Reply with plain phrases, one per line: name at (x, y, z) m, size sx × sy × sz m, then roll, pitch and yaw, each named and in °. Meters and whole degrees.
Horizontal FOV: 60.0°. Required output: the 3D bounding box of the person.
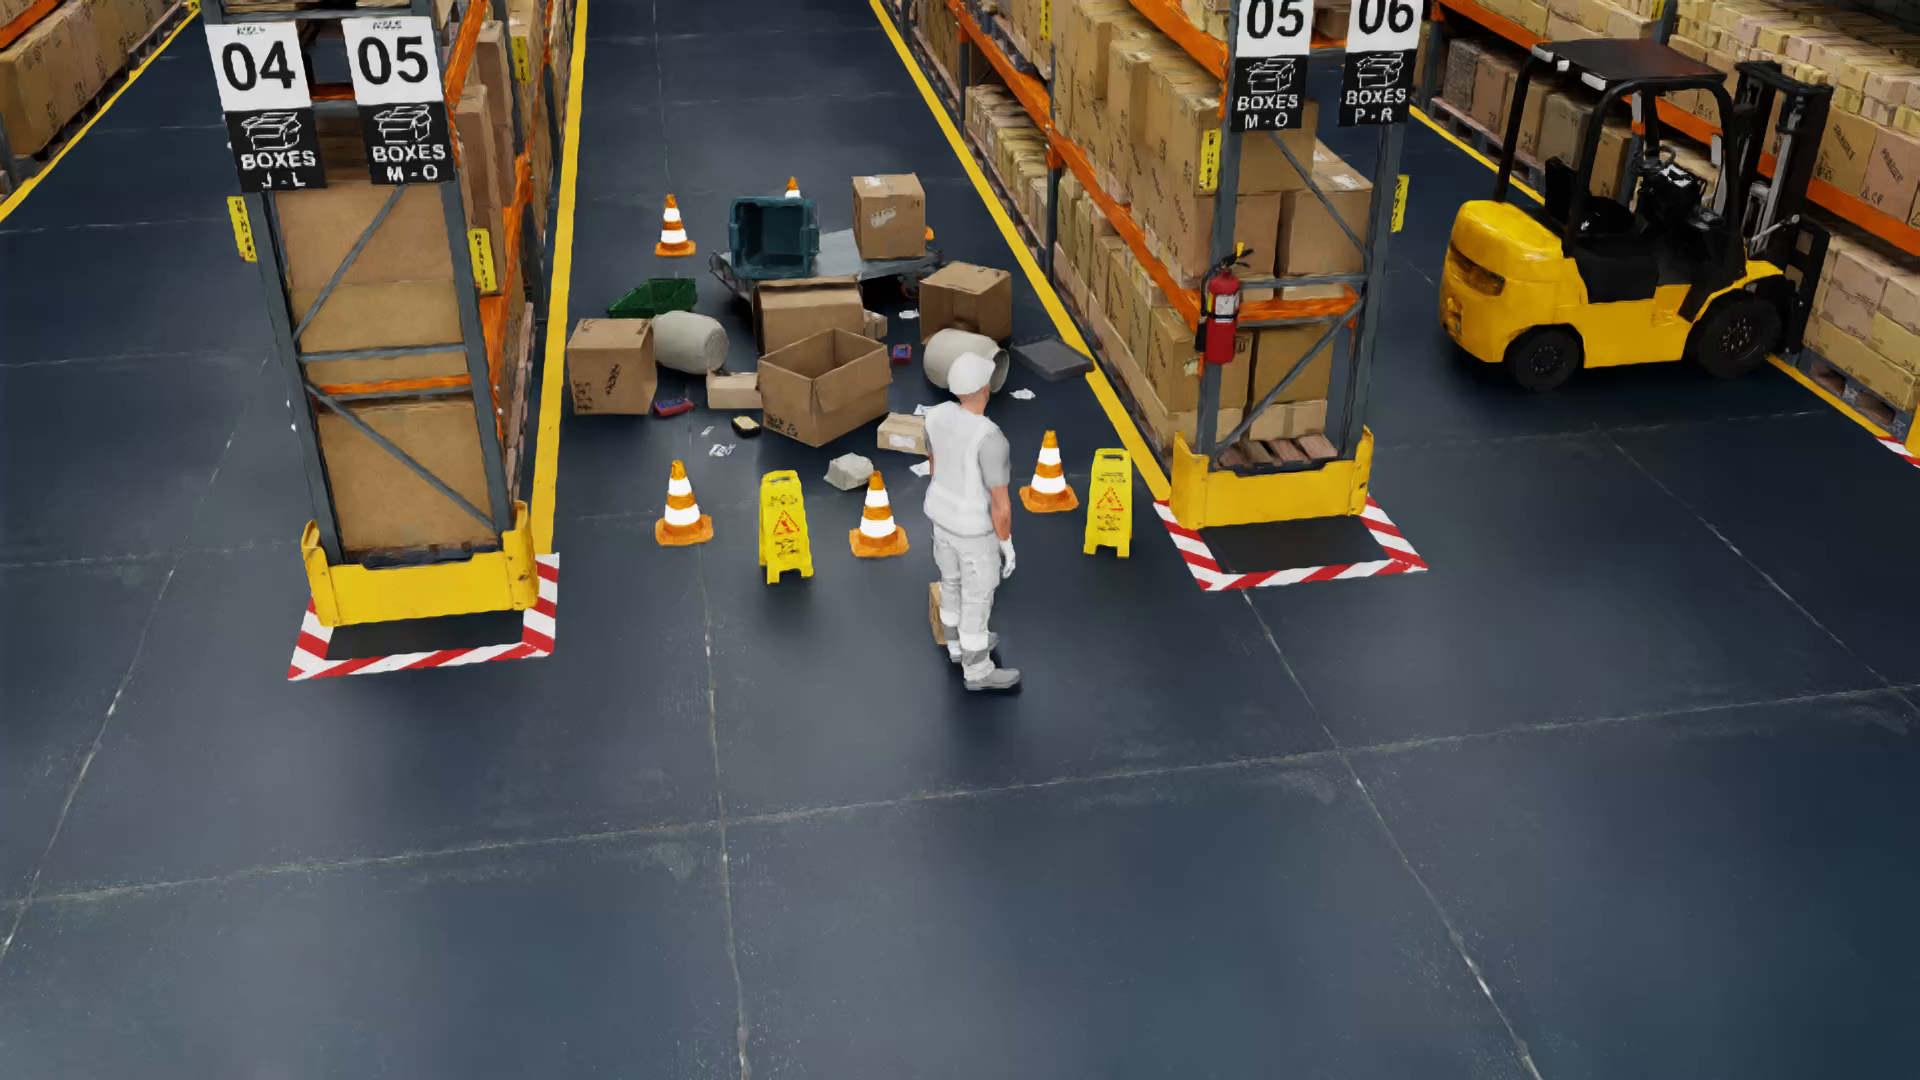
person at (0.108, -0.092, 8.218) m, size 0.465 × 1.796 × 0.607 m, roll -26°, pitch 39°, yaw -37°
